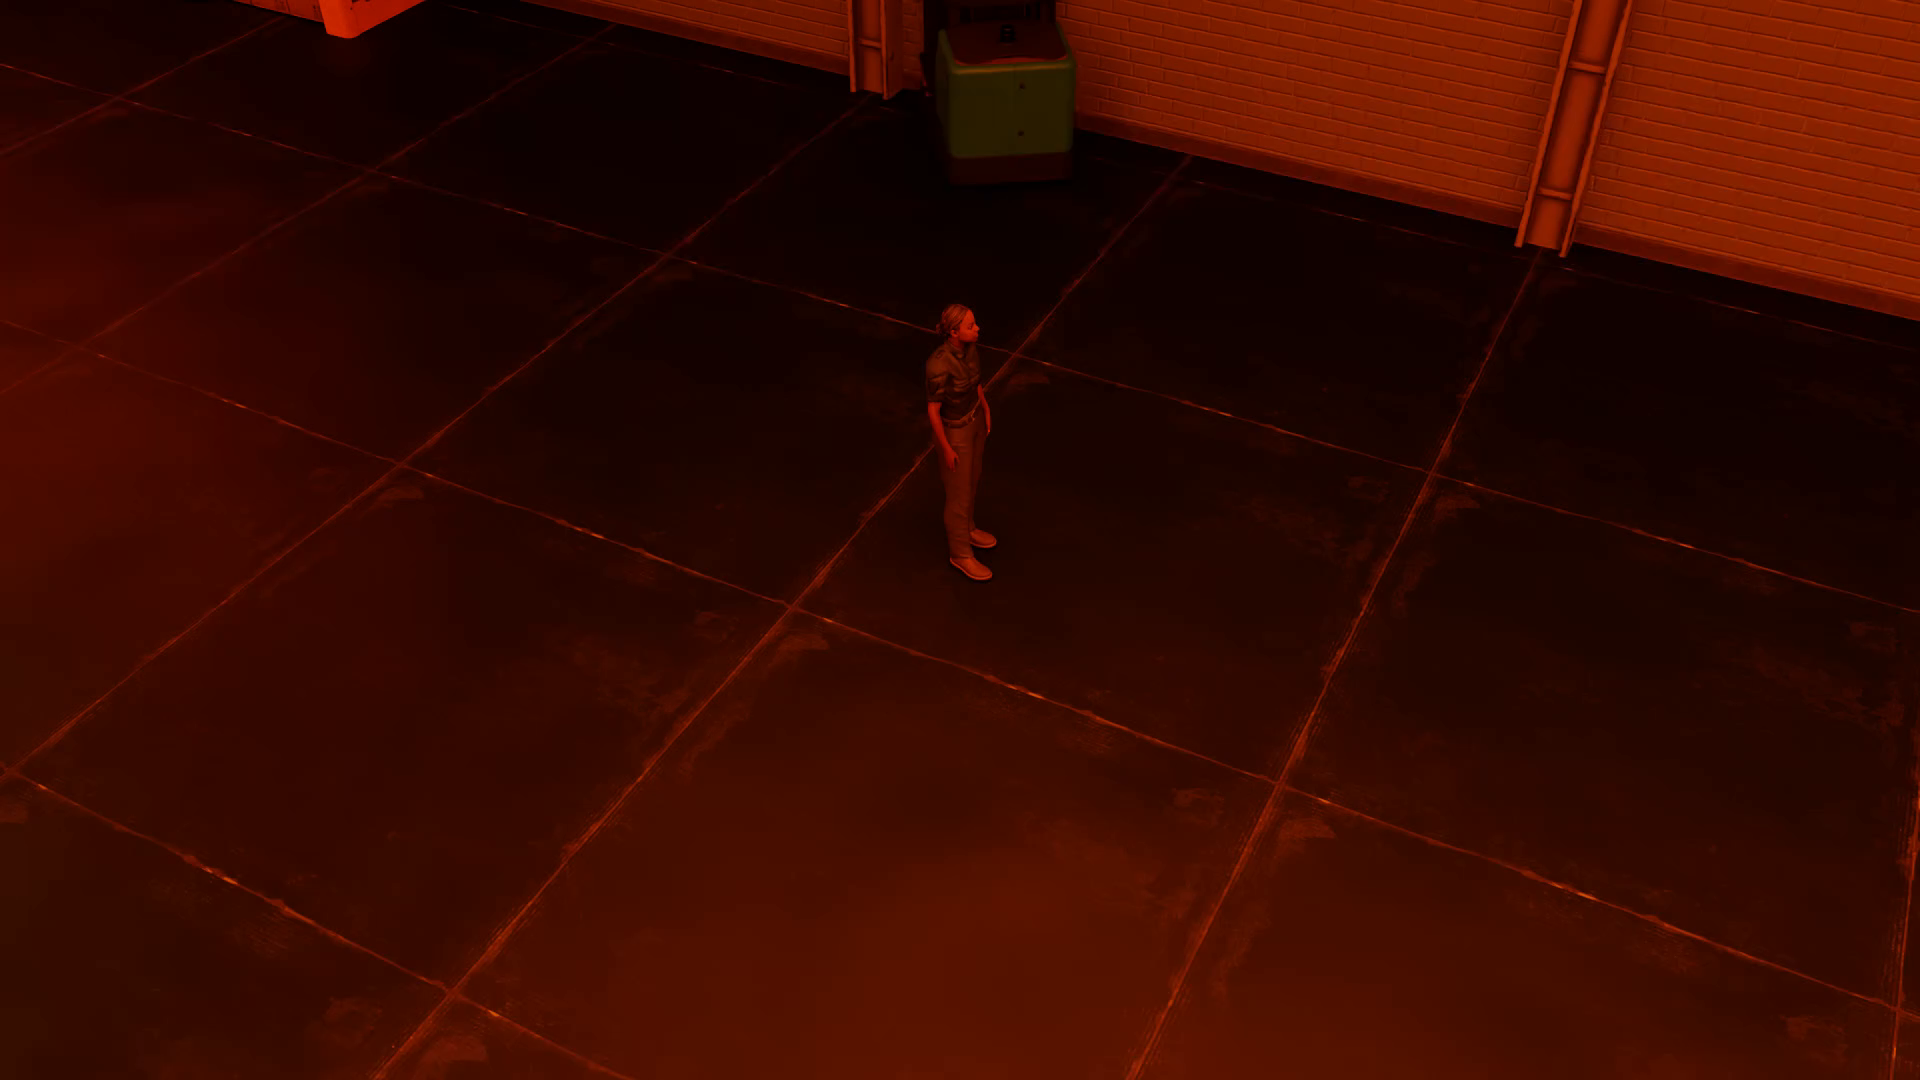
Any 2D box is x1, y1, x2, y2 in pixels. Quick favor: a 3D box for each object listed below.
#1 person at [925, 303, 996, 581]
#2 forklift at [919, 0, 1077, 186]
[{"bbox_3d":[0.068,-0.601,9.680,0.504,1.654,0.569,18,43,21],"label":"person"},{"bbox_3d":[0.232,-4.962,13.878,1.130,2.935,3.031,-5,40,-6],"label":"forklift"}]
